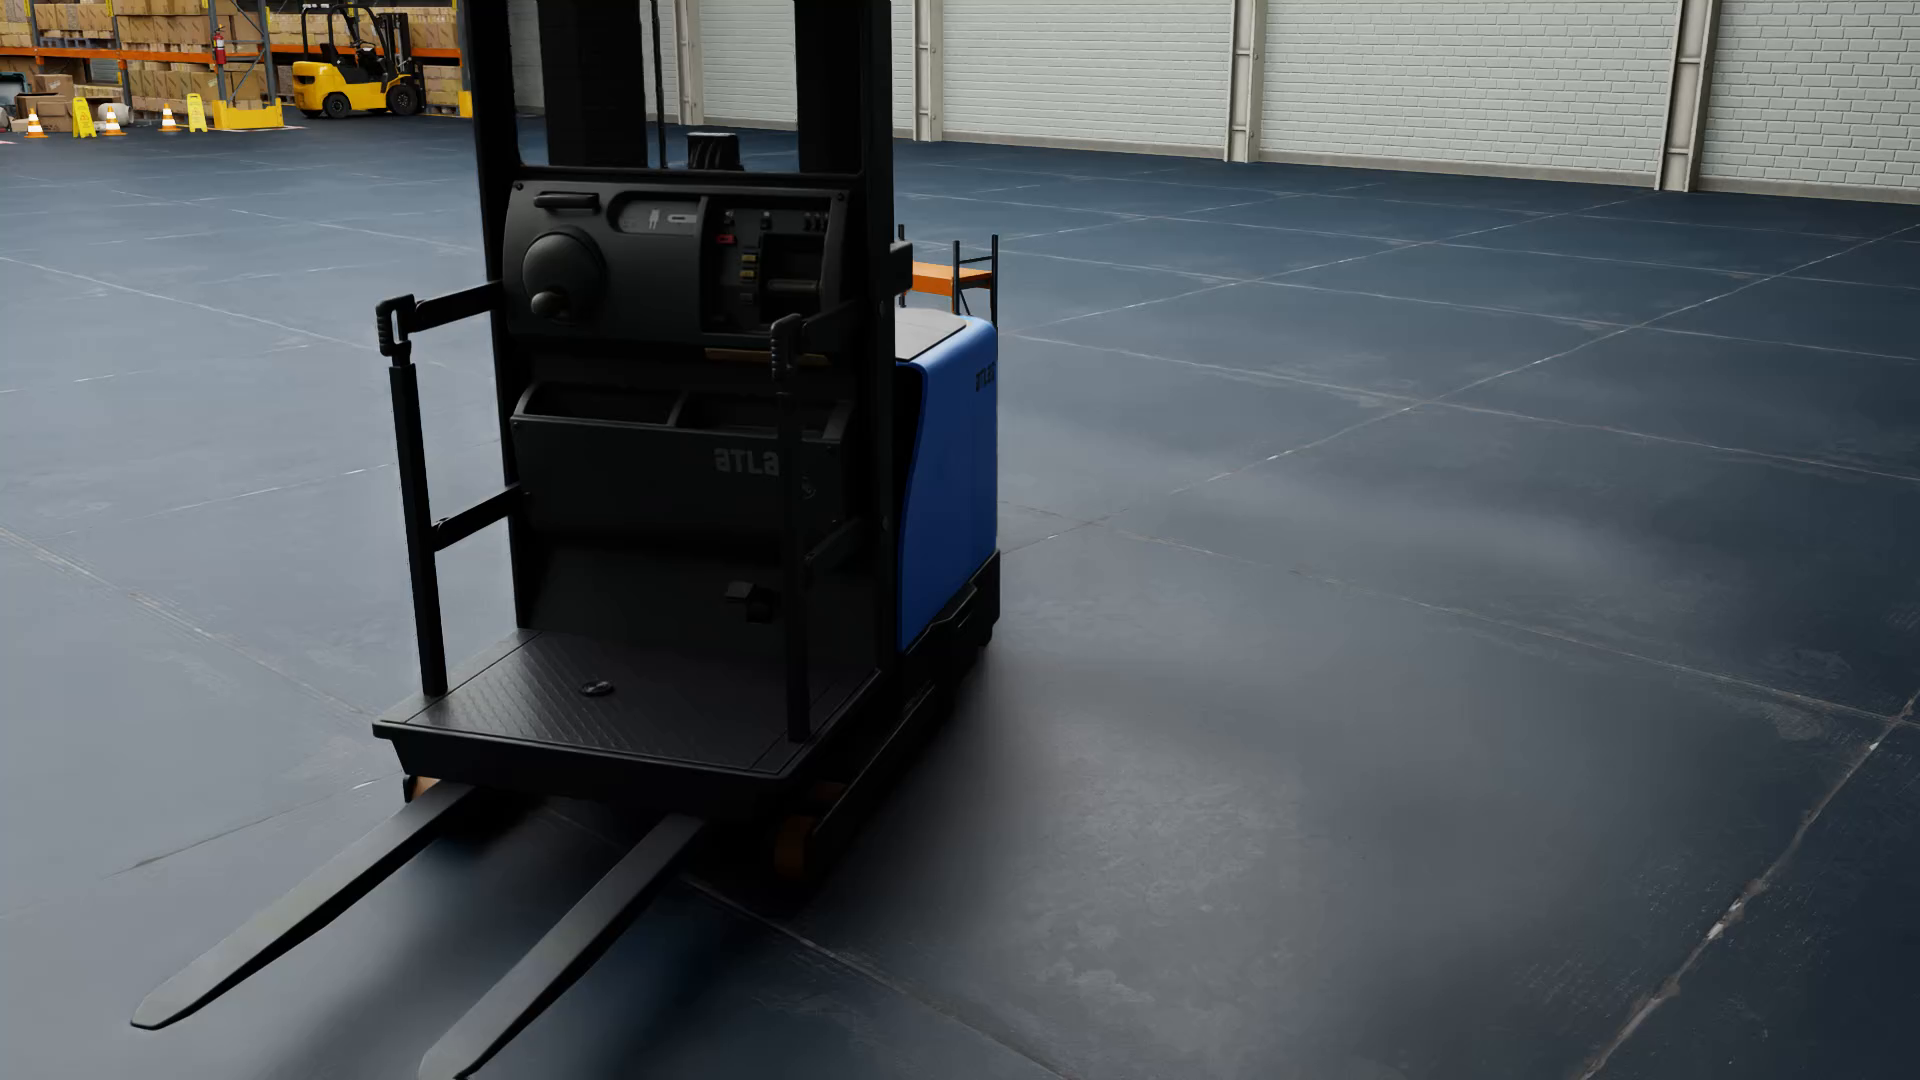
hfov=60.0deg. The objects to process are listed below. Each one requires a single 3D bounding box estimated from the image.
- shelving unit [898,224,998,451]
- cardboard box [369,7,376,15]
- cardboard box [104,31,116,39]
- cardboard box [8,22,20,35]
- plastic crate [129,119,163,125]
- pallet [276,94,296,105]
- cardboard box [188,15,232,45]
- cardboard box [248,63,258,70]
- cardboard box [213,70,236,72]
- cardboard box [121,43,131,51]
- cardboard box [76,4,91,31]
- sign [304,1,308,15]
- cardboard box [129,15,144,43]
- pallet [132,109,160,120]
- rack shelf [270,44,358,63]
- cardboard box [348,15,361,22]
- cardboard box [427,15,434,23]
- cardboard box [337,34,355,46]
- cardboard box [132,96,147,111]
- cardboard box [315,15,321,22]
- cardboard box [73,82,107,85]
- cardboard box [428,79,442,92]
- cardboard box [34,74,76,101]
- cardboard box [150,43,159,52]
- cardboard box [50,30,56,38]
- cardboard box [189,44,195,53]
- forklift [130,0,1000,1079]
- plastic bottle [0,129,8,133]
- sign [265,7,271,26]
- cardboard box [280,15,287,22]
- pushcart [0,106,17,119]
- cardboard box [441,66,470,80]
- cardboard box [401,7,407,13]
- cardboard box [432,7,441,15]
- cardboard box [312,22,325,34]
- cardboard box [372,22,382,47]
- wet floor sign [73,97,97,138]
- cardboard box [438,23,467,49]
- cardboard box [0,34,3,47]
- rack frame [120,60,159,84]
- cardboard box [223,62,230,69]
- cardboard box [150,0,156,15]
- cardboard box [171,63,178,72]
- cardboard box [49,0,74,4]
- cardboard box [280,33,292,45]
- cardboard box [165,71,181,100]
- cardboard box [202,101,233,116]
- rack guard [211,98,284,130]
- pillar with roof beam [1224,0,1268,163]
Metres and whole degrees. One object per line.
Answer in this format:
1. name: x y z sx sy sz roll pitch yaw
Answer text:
1. shelving unit: -0.124 -0.605 6.535 0.503 1.200 0.258 15 23 39
2. cardboard box: -12.255 -11.185 35.166 0.250 0.149 0.380 15 23 40
3. cardboard box: -16.424 -9.843 32.388 0.250 0.149 0.380 15 23 40
4. cardboard box: -19.764 -10.833 35.210 0.500 0.250 0.500 14 23 38
5. plastic crate: -15.226 -7.829 31.149 0.583 0.080 0.402 7 19 21
6. pallet: -14.966 -10.145 38.230 1.213 0.211 1.003 15 23 39
7. cardboard box: -13.453 -9.154 29.841 0.500 0.500 0.500 15 23 38
8. cardboard box: -16.486 -11.119 39.054 0.250 0.149 0.380 14 22 37
9. cardboard box: -13.696 -8.499 31.043 0.500 0.500 0.500 14 22 37
10. cardboard box: -15.833 -9.466 31.895 0.250 0.149 0.380 15 23 39
11. cardboard box: -17.107 -10.356 32.934 0.500 0.500 0.500 16 24 41
12. sign: -15.190 -12.326 38.579 0.005 0.325 0.100 15 23 39
13. cardboard box: -15.321 -9.664 31.447 0.500 0.500 0.500 15 23 39
14. pallet: -15.330 -8.266 32.307 1.213 0.211 1.003 15 23 39
15. rack shelf: -14.060 -10.904 37.200 4.000 0.370 1.077 15 23 39
16. cardboard box: -12.967 -11.220 35.771 0.250 0.149 0.380 16 24 41
17. cardboard box: -10.560 -10.568 33.715 0.250 0.149 0.380 15 23 39
18. cardboard box: -13.114 -10.816 35.981 0.500 0.250 0.500 16 23 40
19. cardboard box: -15.594 -8.431 32.072 0.500 0.250 0.500 14 22 37
20. cardboard box: -13.942 -11.470 36.558 0.250 0.149 0.380 15 23 40
21. cardboard box: -18.432 -9.357 34.785 0.625 0.372 0.950 13 22 36
22. cardboard box: -10.512 -9.300 33.982 0.500 0.250 0.500 15 23 39
23. cardboard box: -17.015 -8.482 31.261 0.500 0.500 0.500 15 23 39
24. cardboard box: -14.883 -9.207 31.079 0.250 0.149 0.380 15 23 40
25. cardboard box: -18.365 -10.368 34.043 0.250 0.149 0.380 13 22 36
26. cardboard box: -13.726 -8.907 30.135 0.250 0.149 0.380 15 23 38
27. forklift: -0.779 -0.703 3.982 1.130 2.935 3.031 5 18 16
28. plastic bottle: -16.775 -7.141 29.012 0.133 0.061 0.283 7 19 21
29. sign: -12.504 -9.454 30.010 0.005 0.325 0.100 15 23 39
30. cardboard box: -15.103 -11.775 37.519 0.250 0.149 0.380 16 24 41
31. pushcart: -17.332 -7.946 31.025 0.936 0.377 1.648 7 19 21
32. cardboard box: -10.124 -9.430 33.565 0.500 0.250 0.500 16 24 41
33. cardboard box: -11.308 -10.926 34.351 0.250 0.149 0.380 15 23 39
34. cardboard box: -10.399 -10.654 33.494 0.250 0.149 0.380 16 23 40
35. cardboard box: -13.869 -11.258 36.549 0.500 0.250 0.500 16 23 40
36. cardboard box: -12.005 -10.644 35.026 0.500 0.500 0.500 16 23 40
37. wet floor sign: -14.738 -7.098 27.911 0.232 0.644 0.267 11 20 30
38. cardboard box: -10.115 -10.129 33.404 0.500 0.500 0.500 14 23 38
39. cardboard box: -20.557 -10.796 35.918 0.500 0.250 0.500 15 23 38
40. rack frame: -21.539 -13.255 43.418 0.127 3.000 1.000 15 23 39
41. cardboard box: -17.438 -11.389 39.906 0.250 0.149 0.380 16 24 41
42. cardboard box: -14.495 -9.952 30.700 0.500 0.500 0.700 15 23 39
43. cardboard box: -14.337 -8.739 30.730 0.250 0.149 0.380 16 24 42
44. cardboard box: -19.054 -11.203 35.136 0.500 0.500 0.500 14 22 37
45. cardboard box: -15.013 -11.330 37.603 0.500 0.250 0.500 14 23 38
46. cardboard box: -14.402 -8.474 30.966 0.500 0.500 0.500 14 23 38
47. cardboard box: -13.665 -7.914 30.442 0.500 0.250 0.500 15 23 39
48. rack guard: -12.921 -7.742 30.180 0.348 0.500 1.175 15 23 39
49. pillar with roof beam: 1.111 -8.657 19.014 0.400 9.000 9.100 15 23 39
